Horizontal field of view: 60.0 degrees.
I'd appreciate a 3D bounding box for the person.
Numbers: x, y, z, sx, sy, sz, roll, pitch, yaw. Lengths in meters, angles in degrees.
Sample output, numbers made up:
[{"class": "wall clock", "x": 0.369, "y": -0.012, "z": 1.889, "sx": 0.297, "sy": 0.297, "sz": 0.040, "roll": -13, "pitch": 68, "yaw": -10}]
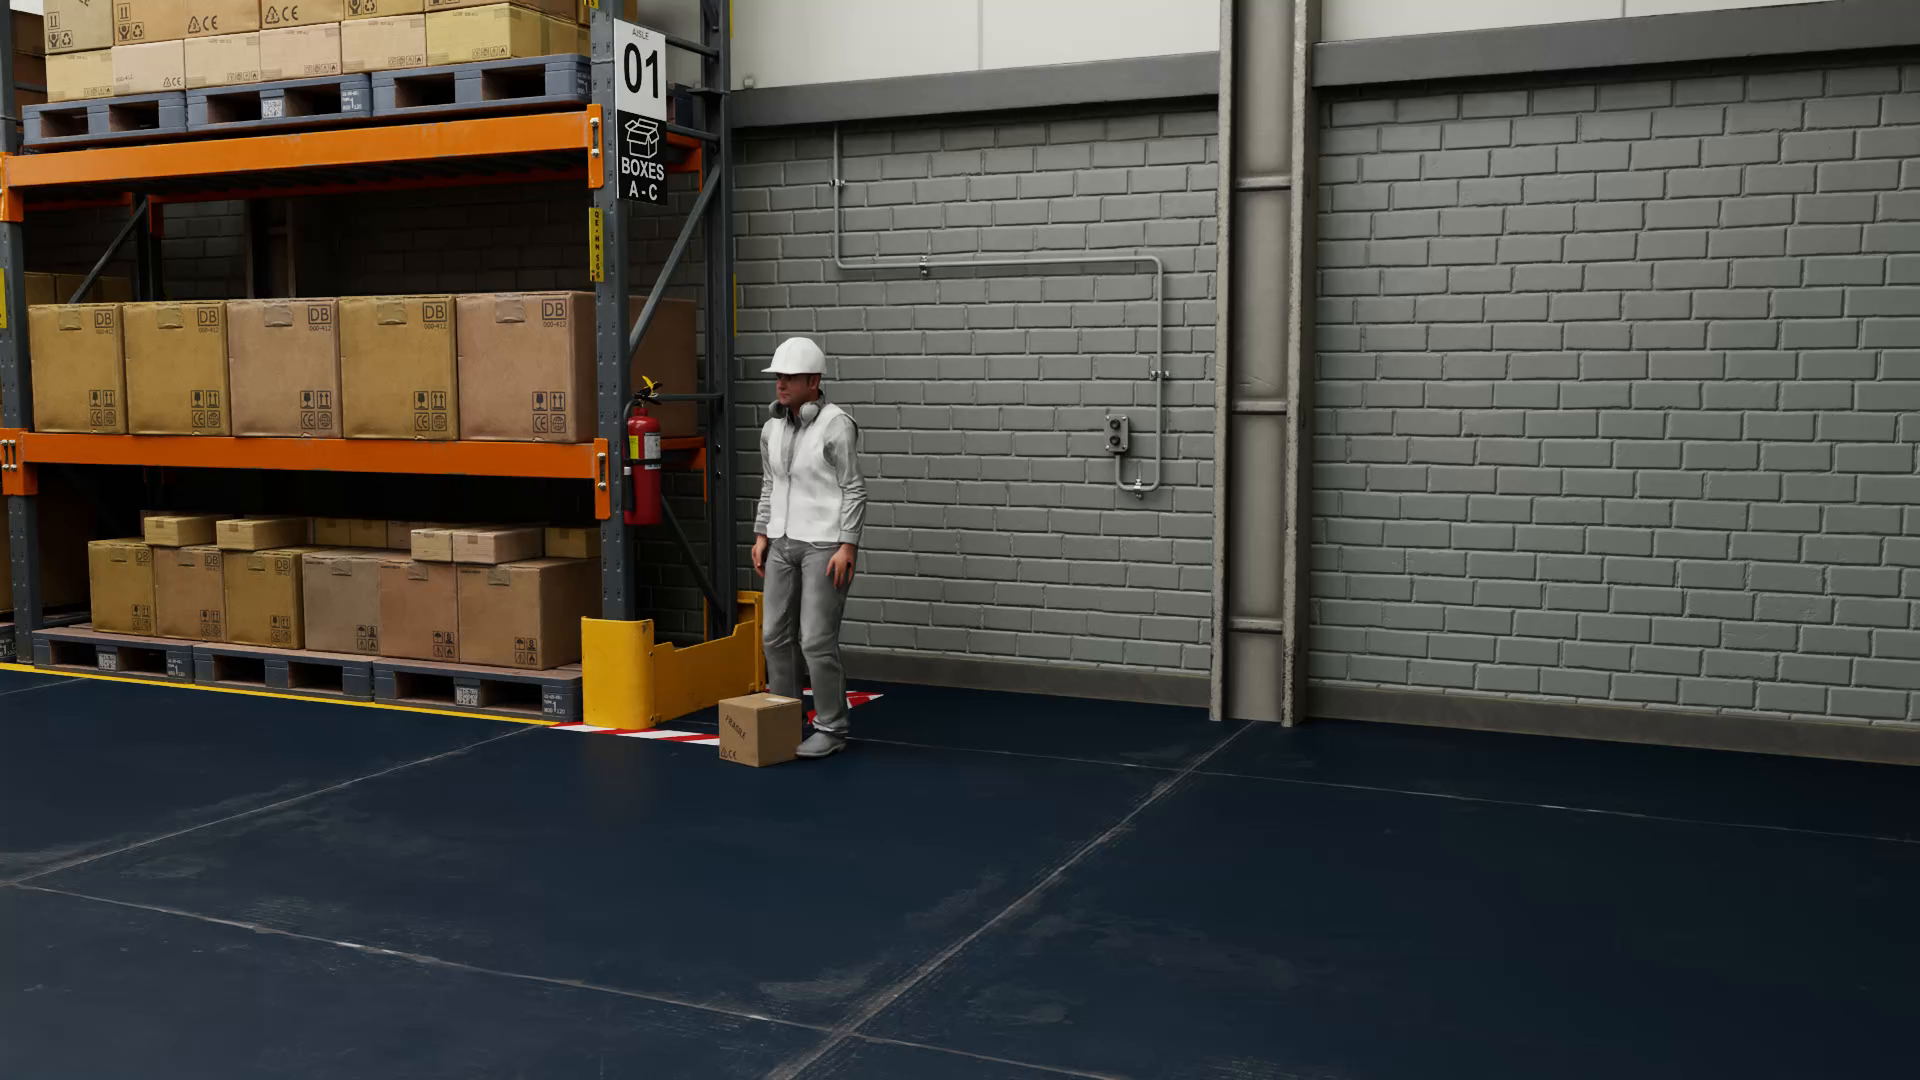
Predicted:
[{"class": "person", "x": -0.658, "y": 0.025, "z": 7.132, "sx": 0.594, "sy": 1.771, "sz": 0.462, "roll": 5, "pitch": 7, "yaw": 41}]
